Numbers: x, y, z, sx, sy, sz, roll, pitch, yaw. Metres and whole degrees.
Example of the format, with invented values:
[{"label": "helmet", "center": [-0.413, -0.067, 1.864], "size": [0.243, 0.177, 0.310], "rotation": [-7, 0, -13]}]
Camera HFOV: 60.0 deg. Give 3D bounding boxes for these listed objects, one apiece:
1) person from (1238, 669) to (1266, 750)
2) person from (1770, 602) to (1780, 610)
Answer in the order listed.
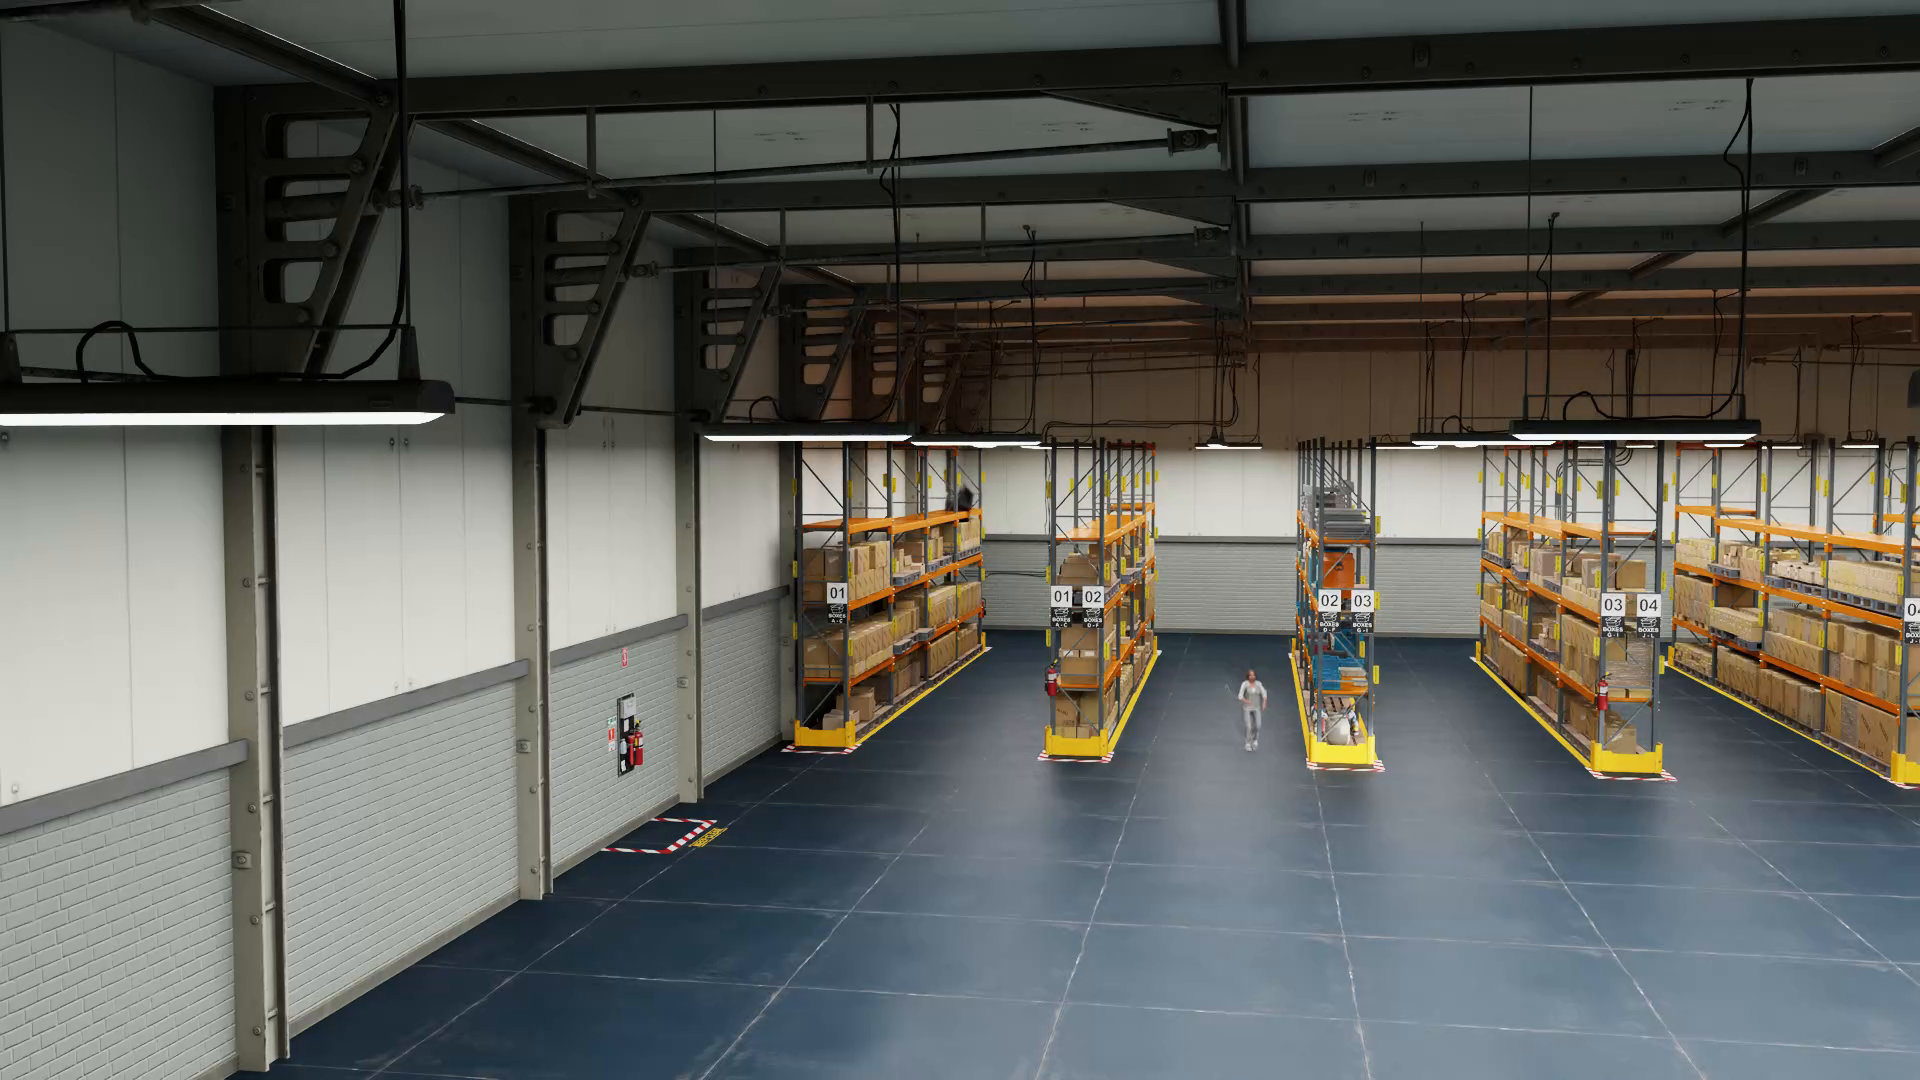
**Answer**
[{"label": "person", "center": [5.589, 3.246, 31.728], "size": [0.572, 1.564, 0.605], "rotation": [0, 3, -2]}, {"label": "person", "center": [22.362, 2.510, 45.431], "size": [0.819, 1.600, 0.536], "rotation": [1, 3, 17]}]
